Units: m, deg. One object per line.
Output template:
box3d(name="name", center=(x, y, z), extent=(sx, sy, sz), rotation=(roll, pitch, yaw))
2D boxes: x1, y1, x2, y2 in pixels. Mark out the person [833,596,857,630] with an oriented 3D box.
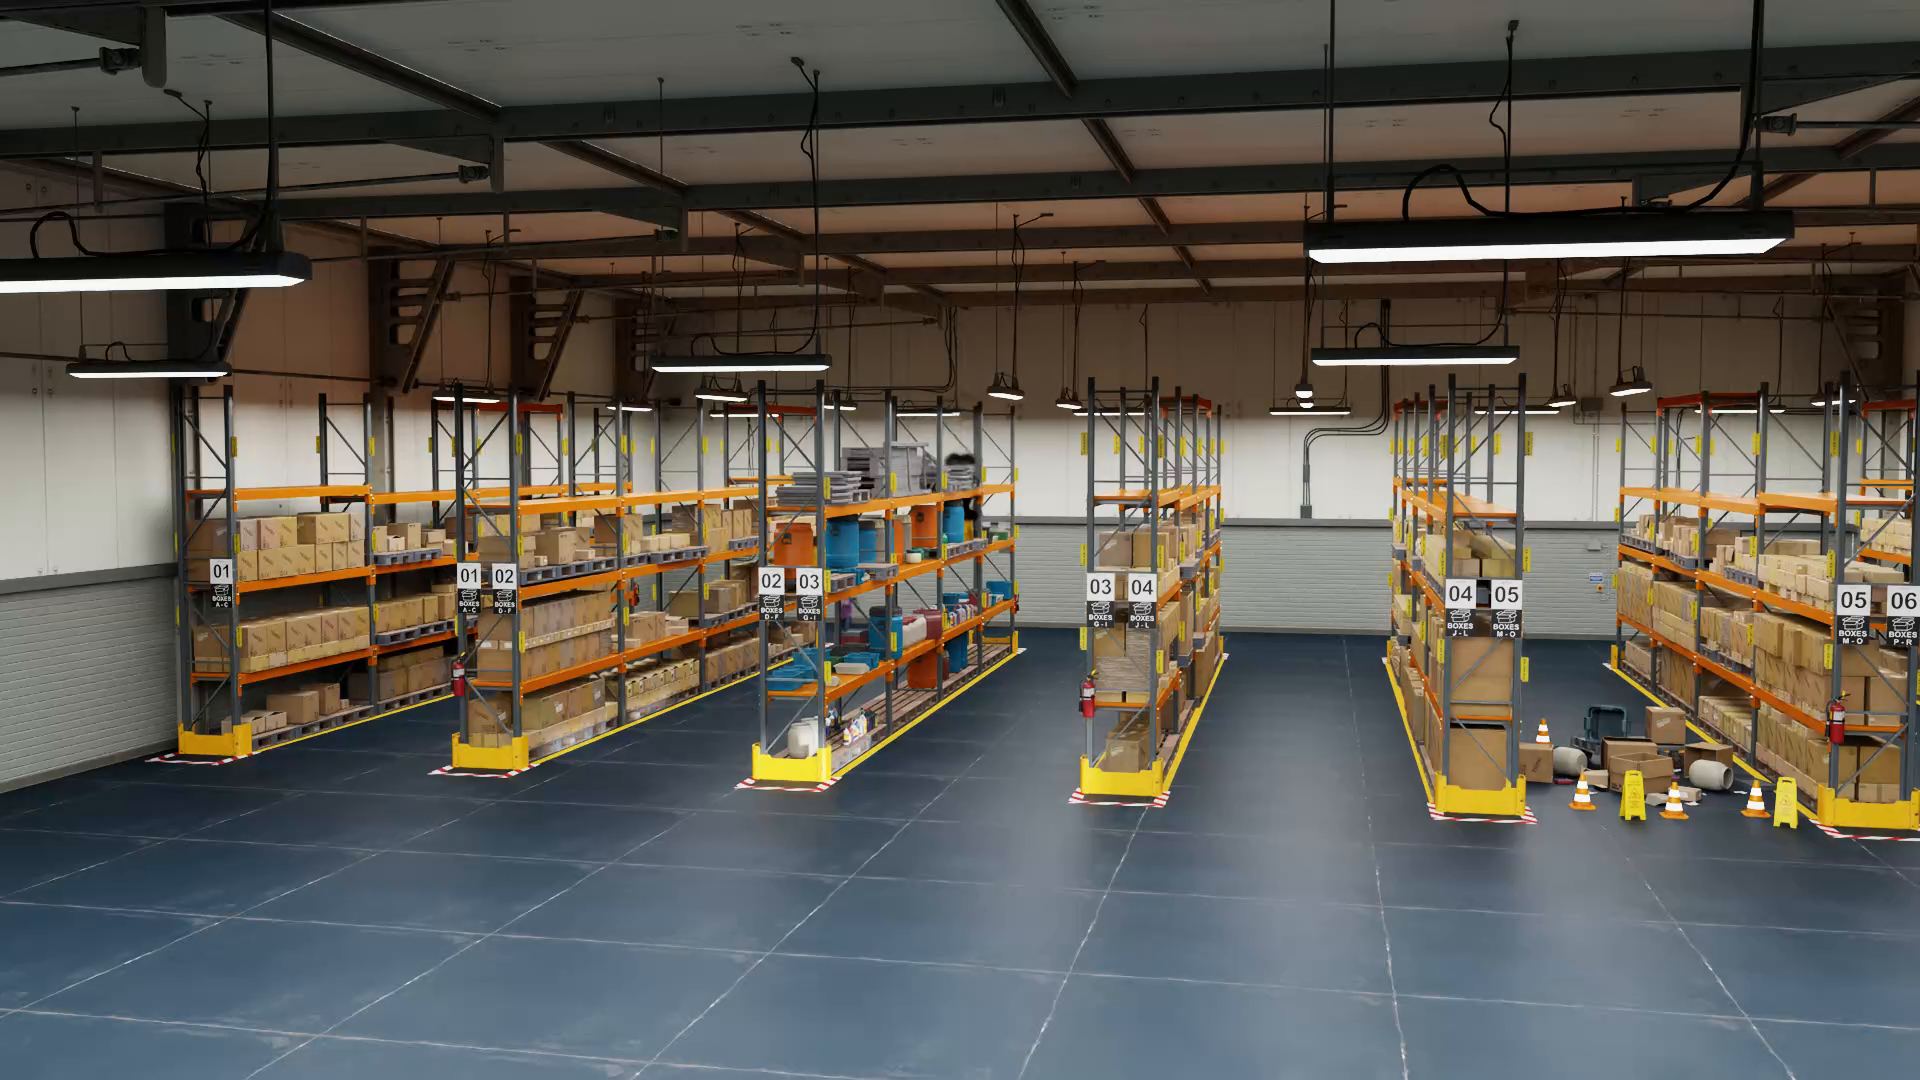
box3d(name="person", center=(-2.666, 1.843, 38.703), extent=(0.536, 1.624, 0.860), rotation=(0, 3, 8))
